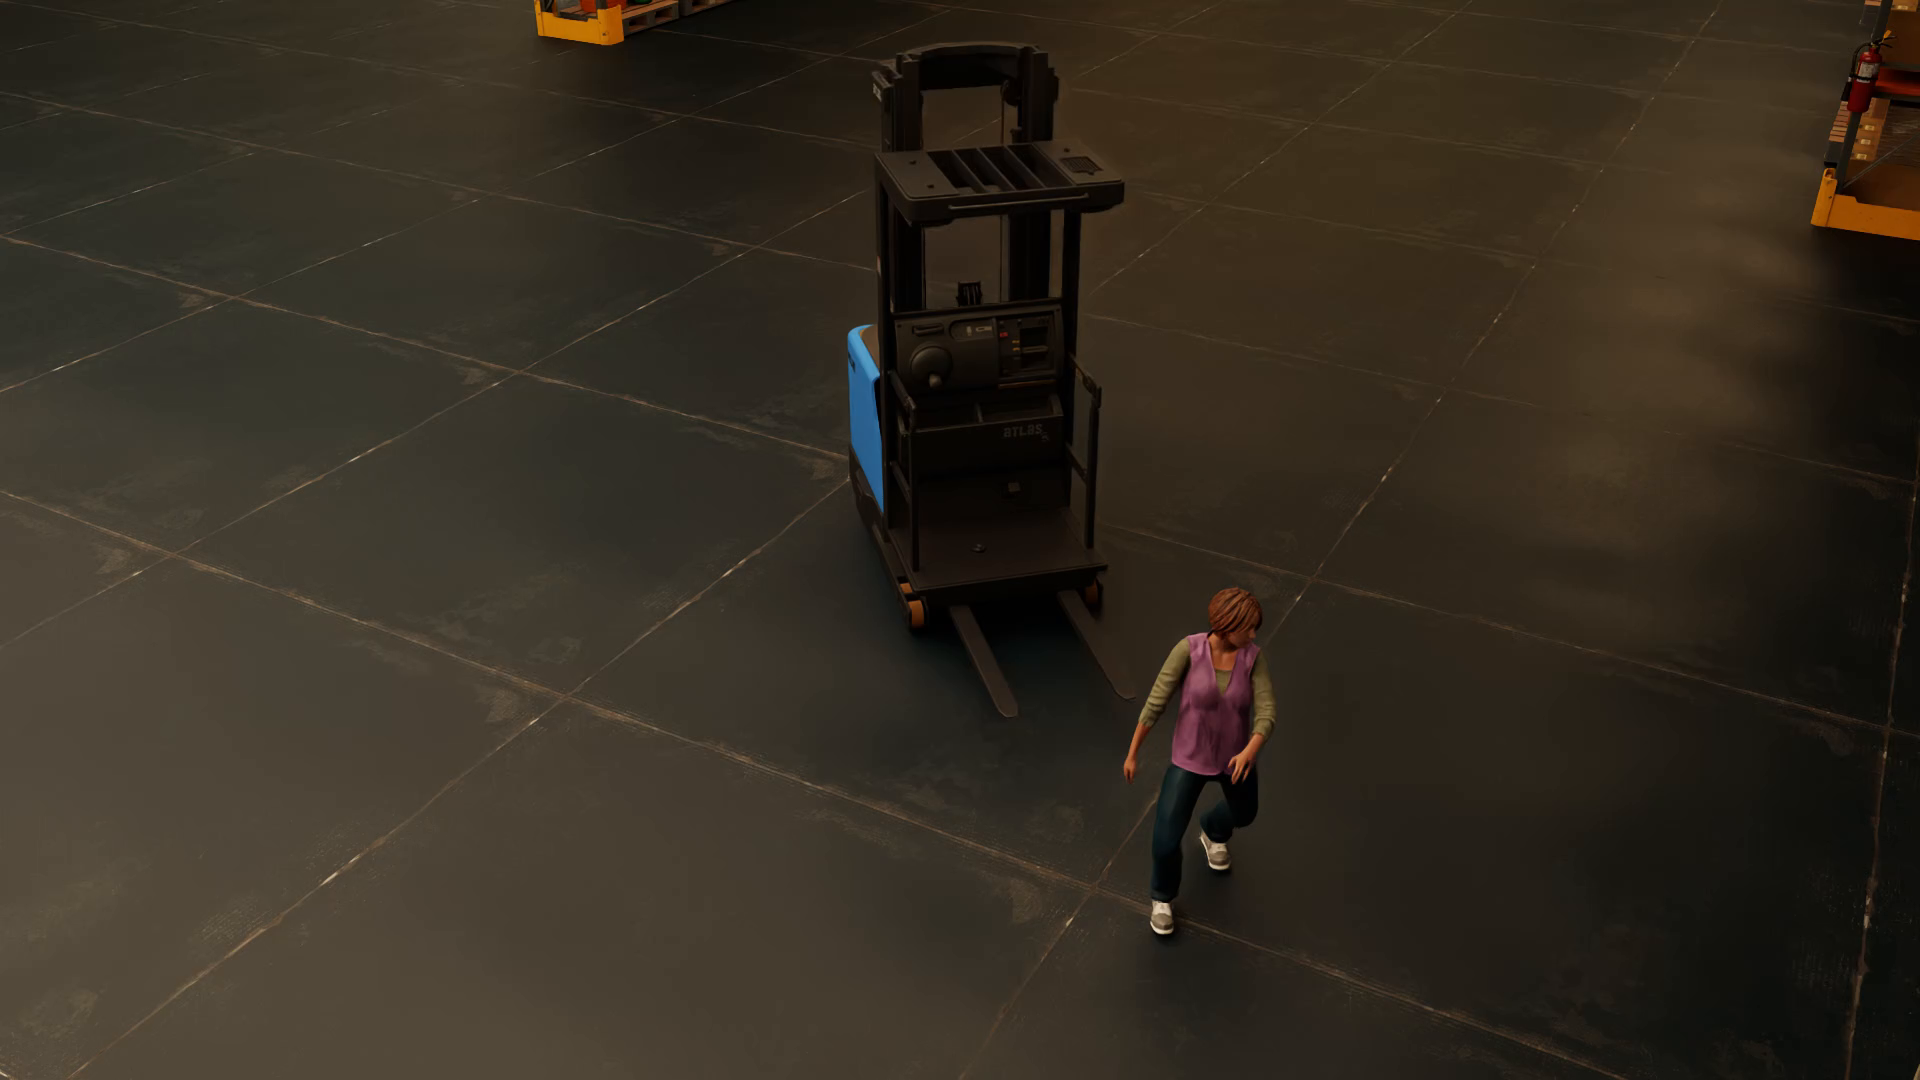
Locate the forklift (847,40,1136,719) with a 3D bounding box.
[{"bbox_3d":[0.166,-0.988,8.783,1.130,2.935,3.031,-7,31,-13],"label":"forklift"}]

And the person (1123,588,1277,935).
[{"bbox_3d":[0.987,0.935,6.893,0.623,1.495,0.792,-6,31,-11],"label":"person"}]
